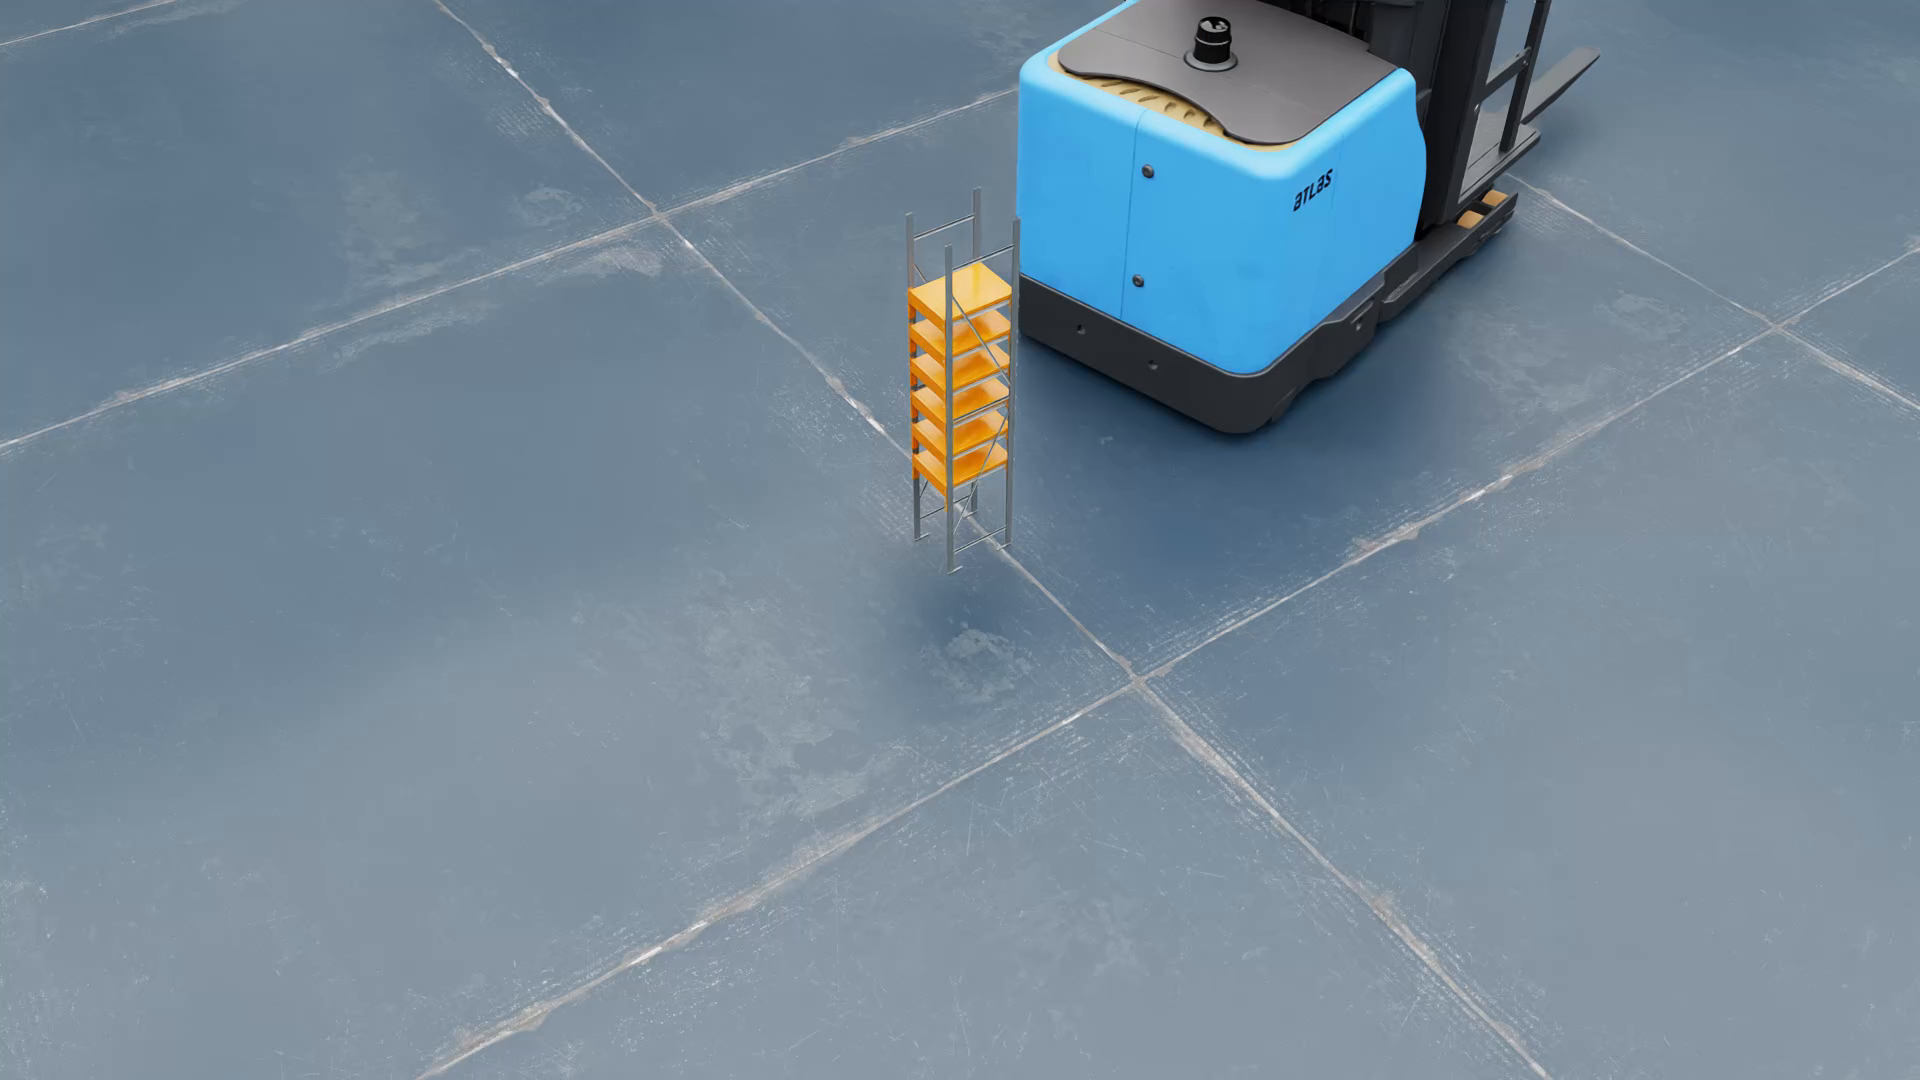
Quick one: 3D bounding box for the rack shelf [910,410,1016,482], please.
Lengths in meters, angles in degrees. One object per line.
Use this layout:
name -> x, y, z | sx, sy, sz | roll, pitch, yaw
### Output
rack shelf -> 0.008, -0.307, 4.941 | 0.258, 0.103, 0.180 | -26, 49, -24

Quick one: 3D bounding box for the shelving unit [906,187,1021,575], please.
shelving unit -> 0.008, -0.426, 4.827 | 0.258, 1.200, 0.189 | -26, 49, -24

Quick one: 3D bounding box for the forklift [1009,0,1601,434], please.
forklift -> 1.514, -2.359, 5.598 | 1.130, 2.935, 3.031 | 31, 51, 28

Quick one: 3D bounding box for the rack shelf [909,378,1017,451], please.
rack shelf -> 0.008, -0.394, 4.858 | 0.258, 0.103, 0.180 | -26, 49, -24

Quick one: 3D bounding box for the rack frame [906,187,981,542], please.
rack frame -> -0.044, -0.478, 4.881 | 0.240, 1.200, 0.006 | -26, 49, -24

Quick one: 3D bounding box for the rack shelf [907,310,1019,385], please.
rack shelf -> 0.008, -0.567, 4.692 | 0.258, 0.103, 0.180 | -26, 49, -24

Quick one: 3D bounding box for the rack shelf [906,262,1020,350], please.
rack shelf -> 0.008, -0.654, 4.609 | 0.258, 0.103, 0.180 | -26, 49, -24

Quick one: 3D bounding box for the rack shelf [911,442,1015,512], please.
rack shelf -> 0.008, -0.220, 5.024 | 0.258, 0.103, 0.180 | -26, 49, -24

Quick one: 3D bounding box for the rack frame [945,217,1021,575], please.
rack frame -> 0.061, -0.374, 4.773 | 0.240, 1.200, 0.006 | -26, 49, -24

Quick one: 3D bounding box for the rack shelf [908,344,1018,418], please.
rack shelf -> 0.008, -0.480, 4.775 | 0.258, 0.103, 0.180 | -26, 49, -24
